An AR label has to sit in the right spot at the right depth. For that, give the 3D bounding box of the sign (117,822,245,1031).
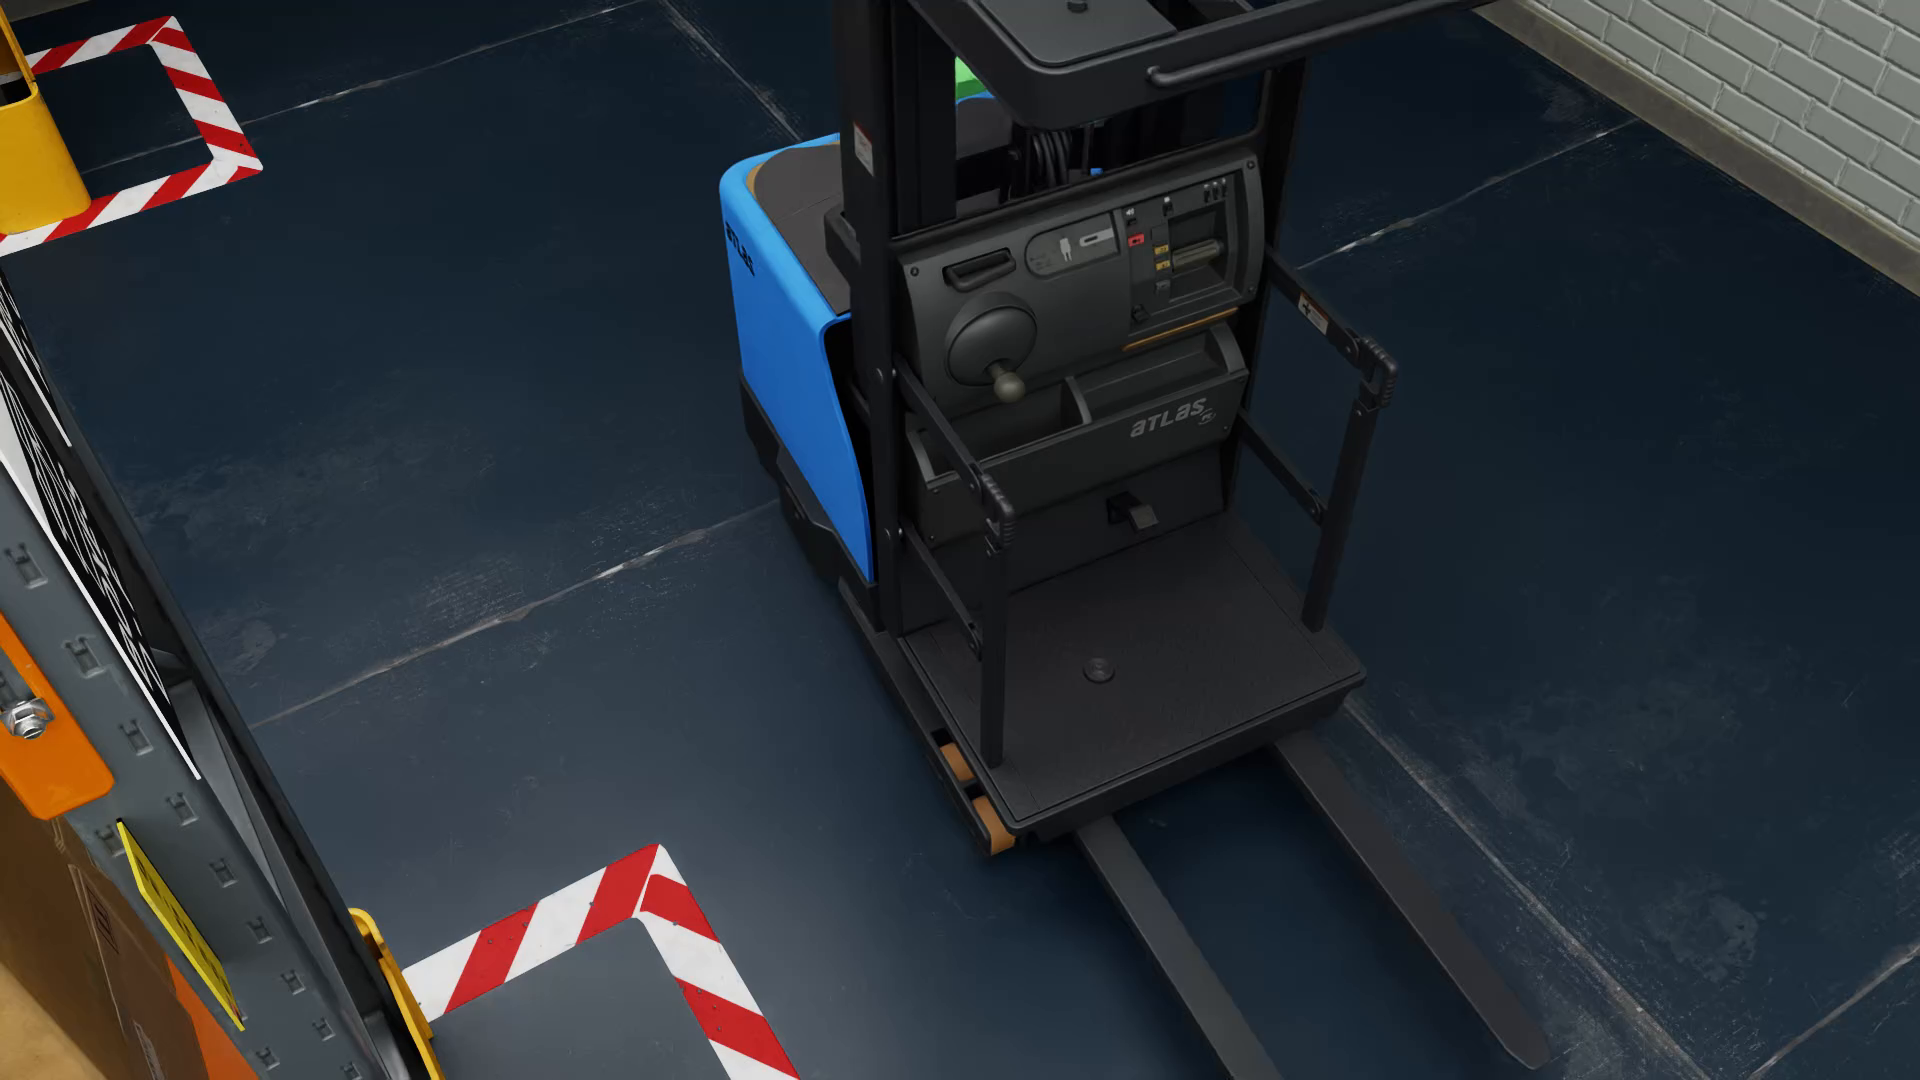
[{"bbox_3d":[-0.870,0.439,1.864,0.005,0.325,0.100,-25,53,-21],"label":"sign"}]

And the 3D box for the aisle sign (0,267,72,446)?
[{"bbox_3d":[-1.248,-0.507,1.952,0.004,0.787,0.394,-25,53,-21],"label":"aisle sign"}]

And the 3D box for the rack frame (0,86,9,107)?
[{"bbox_3d":[-3.795,-2.557,5.518,0.127,3.000,1.000,-25,53,-21],"label":"rack frame"}]

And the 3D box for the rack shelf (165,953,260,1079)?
[{"bbox_3d":[-2.840,1.607,2.292,4.000,0.370,1.077,-25,53,-21],"label":"rack shelf"}]

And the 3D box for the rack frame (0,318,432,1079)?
[{"bbox_3d":[-1.149,0.570,2.733,0.127,3.000,1.000,-25,53,-21],"label":"rack frame"}]

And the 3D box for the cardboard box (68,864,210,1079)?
[{"bbox_3d":[-1.382,0.888,2.384,0.500,0.500,0.500,-24,52,-20],"label":"cardboard box"}]

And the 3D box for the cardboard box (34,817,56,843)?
[{"bbox_3d":[-1.665,0.215,2.314,0.500,0.500,0.500,-24,52,-20],"label":"cardboard box"}]

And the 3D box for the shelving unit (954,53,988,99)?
[{"bbox_3d":[-0.045,-1.156,5.476,0.503,1.200,0.258,-17,51,-15],"label":"shelving unit"}]

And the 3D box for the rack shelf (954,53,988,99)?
[{"bbox_3d":[-0.045,-1.433,5.166,0.480,0.148,0.258,-17,51,-15],"label":"rack shelf"}]

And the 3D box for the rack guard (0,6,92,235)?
[{"bbox_3d":[-3.775,-1.735,6.460,0.348,0.500,1.175,-25,53,-21],"label":"rack guard"}]

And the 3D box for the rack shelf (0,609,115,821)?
[{"bbox_3d":[-2.840,0.609,1.172,4.000,0.370,1.077,-25,53,-21],"label":"rack shelf"}]

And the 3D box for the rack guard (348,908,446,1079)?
[{"bbox_3d":[-1.213,1.432,3.640,0.348,0.500,1.175,-25,53,-21],"label":"rack guard"}]

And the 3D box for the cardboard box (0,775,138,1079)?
[{"bbox_3d":[-1.378,0.556,2.010,0.500,0.500,0.500,-26,53,-21],"label":"cardboard box"}]

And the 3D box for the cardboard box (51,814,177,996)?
[{"bbox_3d":[-1.665,0.547,2.687,0.500,0.500,0.500,-24,53,-20],"label":"cardboard box"}]

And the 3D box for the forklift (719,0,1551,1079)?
[{"bbox_3d":[0.402,-0.514,3.745,1.130,2.935,3.031,-21,51,-17],"label":"forklift"}]

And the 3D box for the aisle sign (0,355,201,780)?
[{"bbox_3d":[-0.928,-0.128,1.614,0.004,0.787,0.394,-25,53,-21],"label":"aisle sign"}]
